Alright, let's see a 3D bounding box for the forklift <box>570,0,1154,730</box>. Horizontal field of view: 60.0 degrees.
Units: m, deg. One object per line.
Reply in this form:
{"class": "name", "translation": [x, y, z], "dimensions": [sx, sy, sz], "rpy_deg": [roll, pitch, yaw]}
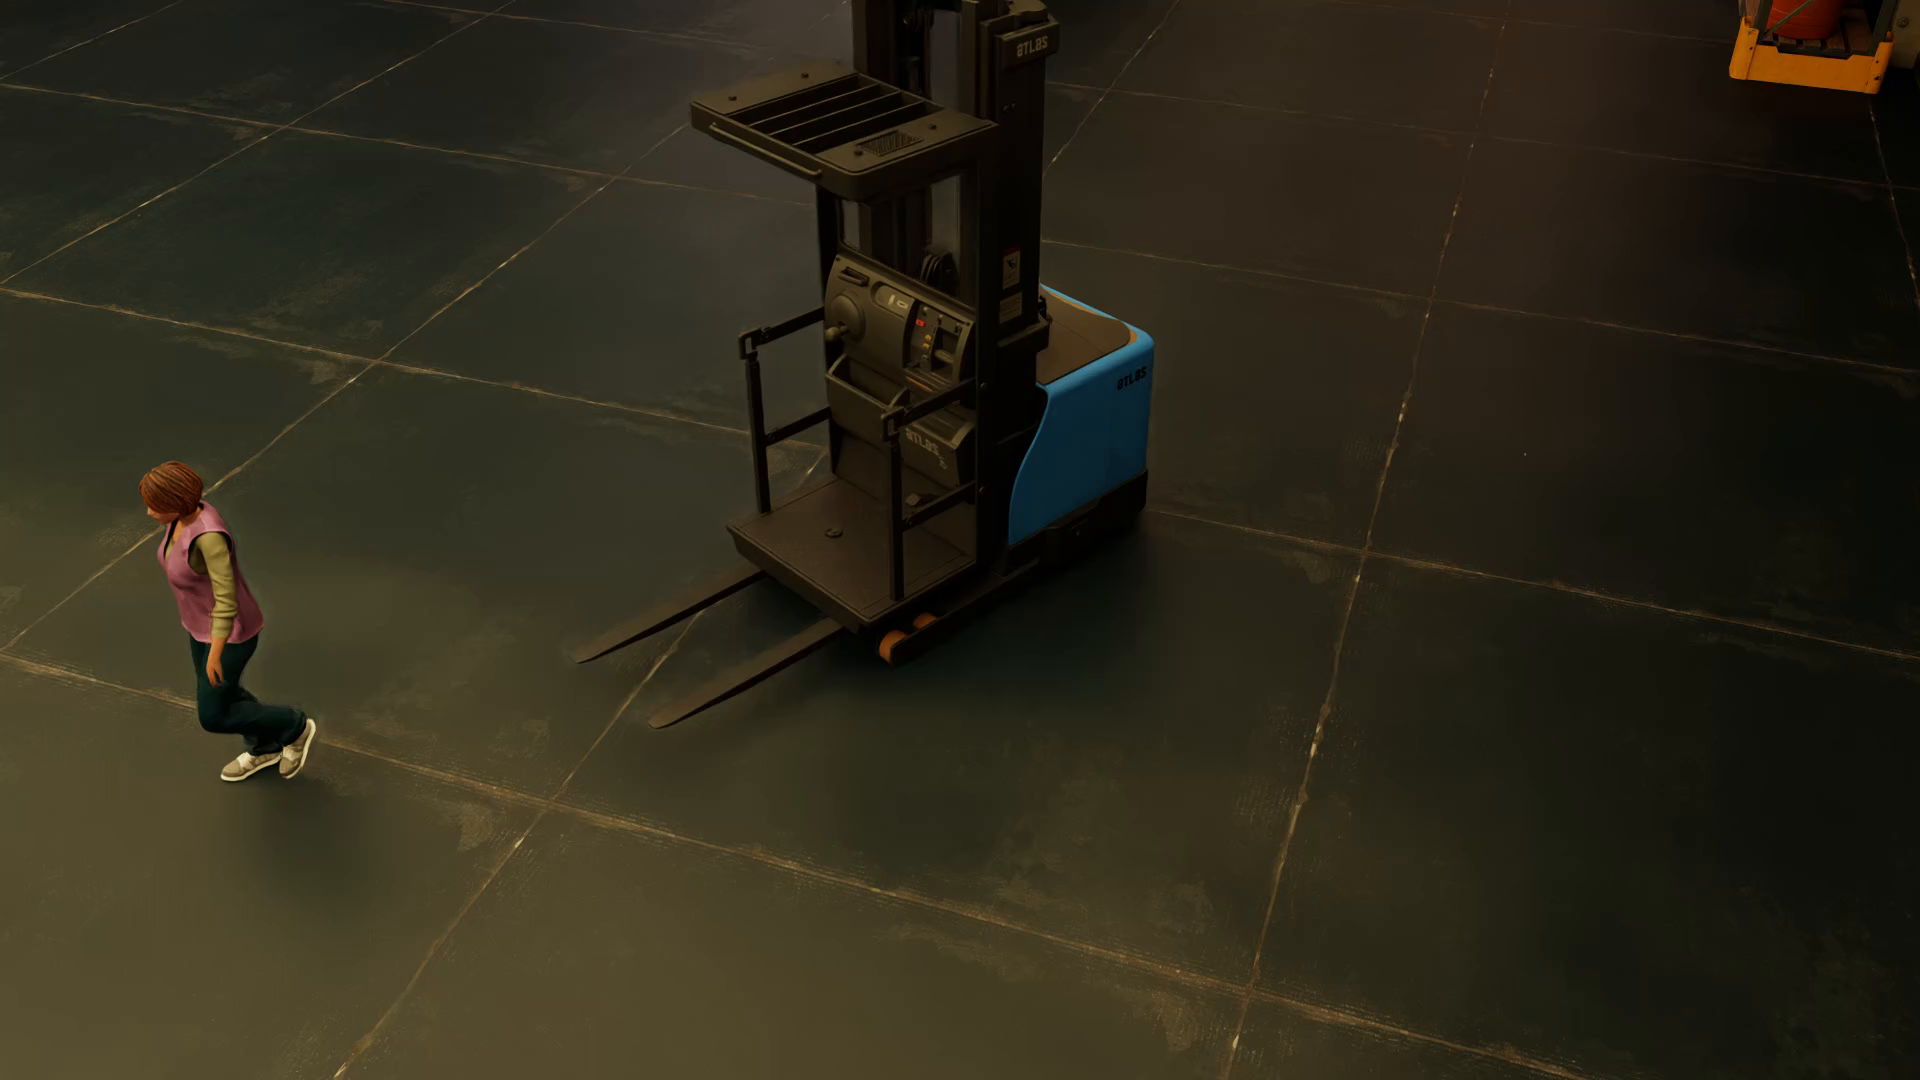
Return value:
{"class": "forklift", "translation": [-0.438, -0.946, 7.446], "dimensions": [3.031, 2.935, 1.130], "rpy_deg": [-29, 44, -34]}

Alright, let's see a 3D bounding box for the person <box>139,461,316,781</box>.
{"class": "person", "translation": [-3.007, 0.365, 6.770], "dimensions": [0.433, 1.577, 0.582], "rpy_deg": [-27, 43, -33]}
